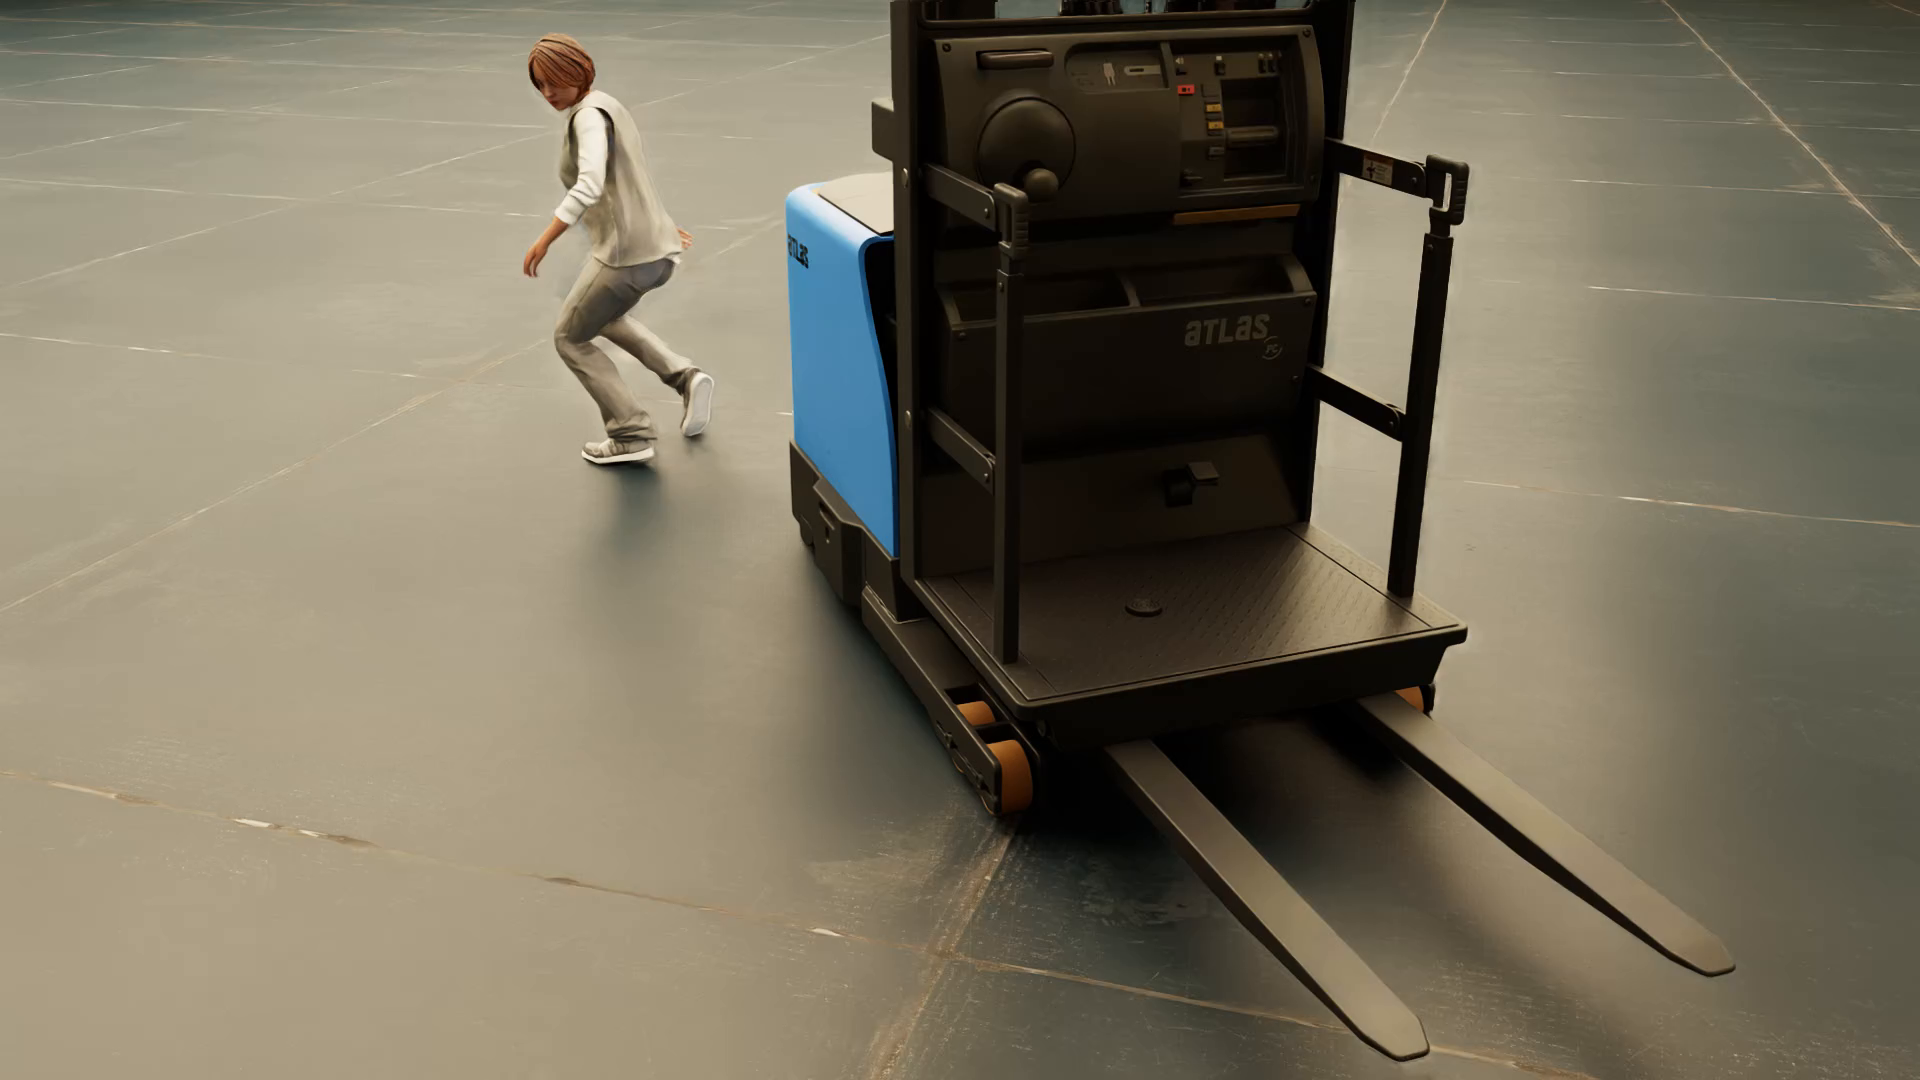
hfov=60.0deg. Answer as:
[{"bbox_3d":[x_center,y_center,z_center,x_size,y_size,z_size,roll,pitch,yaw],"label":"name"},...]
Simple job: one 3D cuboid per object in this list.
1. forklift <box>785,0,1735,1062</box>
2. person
[{"bbox_3d":[0.469,-0.927,3.526,1.130,2.935,3.031,-8,24,-19],"label":"forklift"},{"bbox_3d":[-1.141,-0.995,5.709,0.476,1.423,0.822,5,23,11],"label":"person"}]
